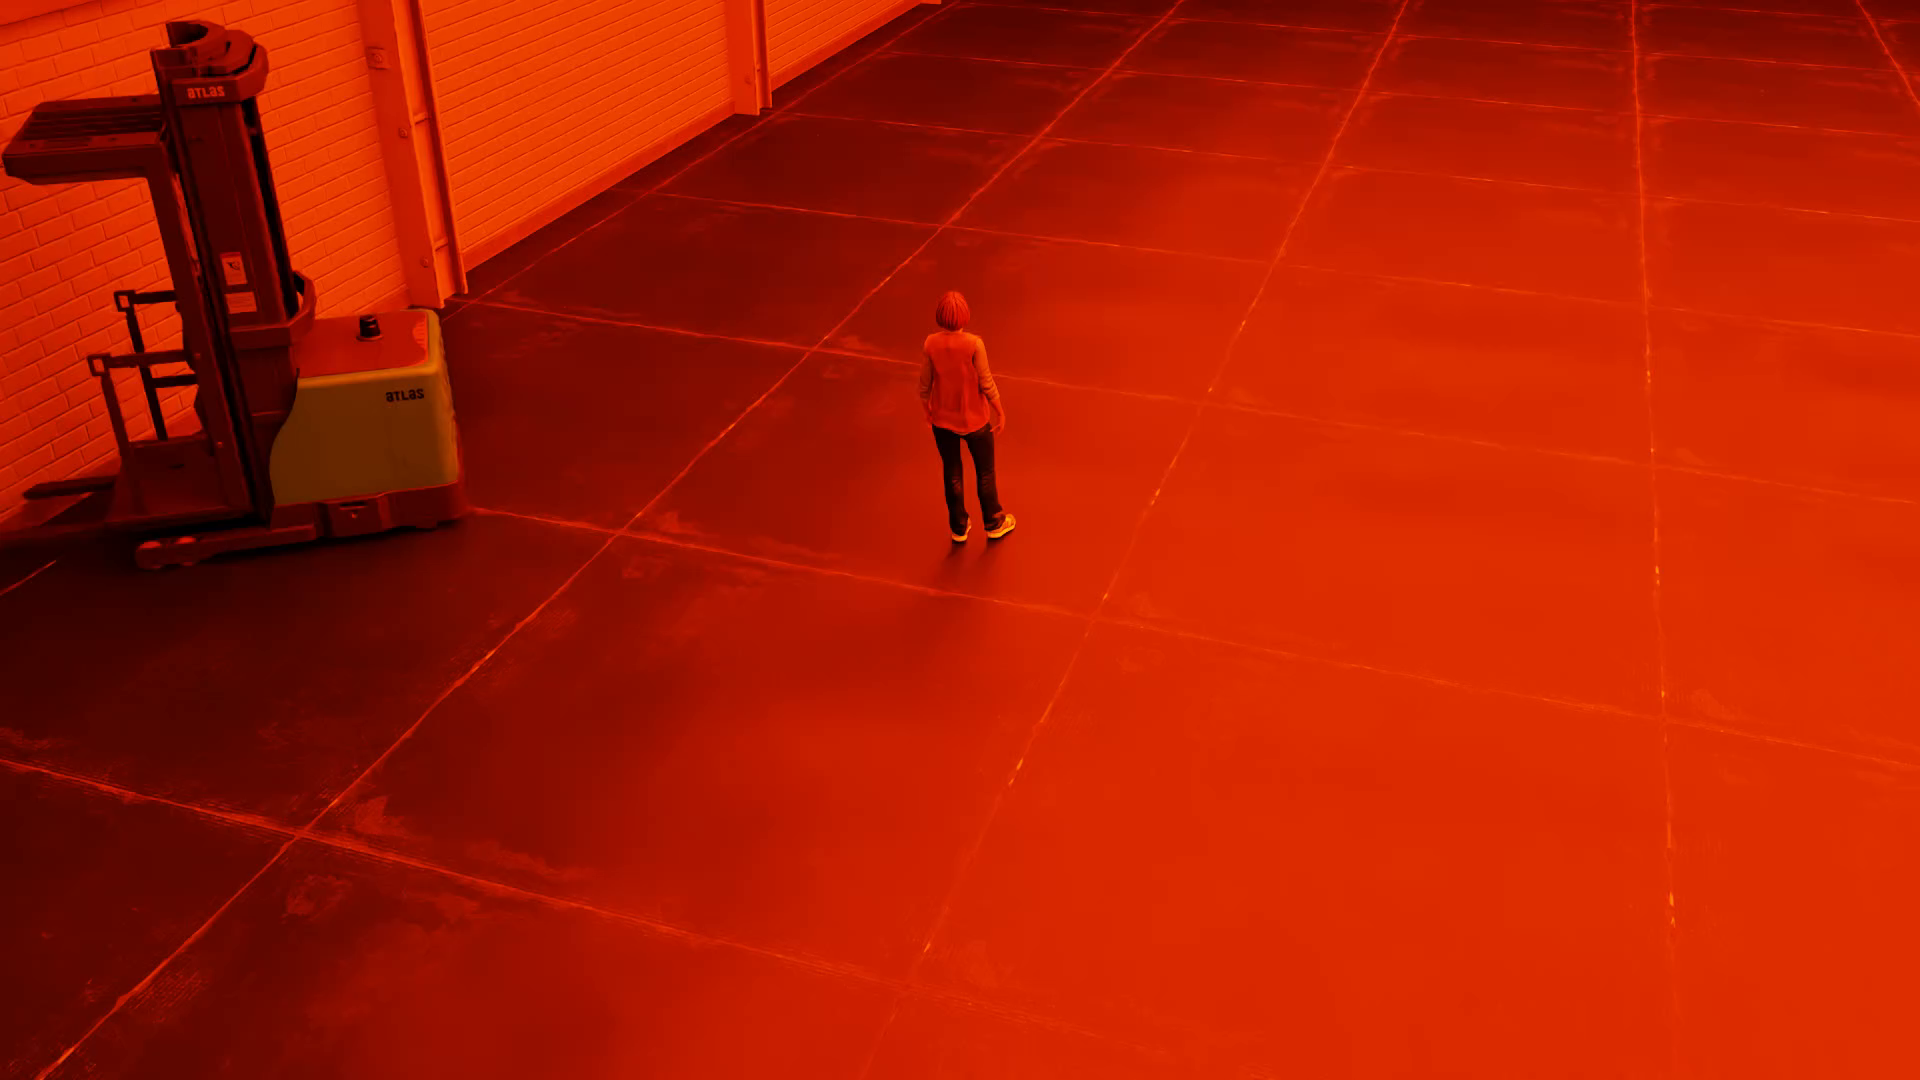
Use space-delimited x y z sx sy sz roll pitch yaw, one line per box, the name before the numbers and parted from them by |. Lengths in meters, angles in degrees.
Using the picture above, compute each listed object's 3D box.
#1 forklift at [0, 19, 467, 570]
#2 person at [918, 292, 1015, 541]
forklift | -4.619 -1.387 9.570 3.031 2.935 1.130 -8 31 -14
person | 0.037 -0.732 9.753 0.520 1.597 0.476 10 31 16
